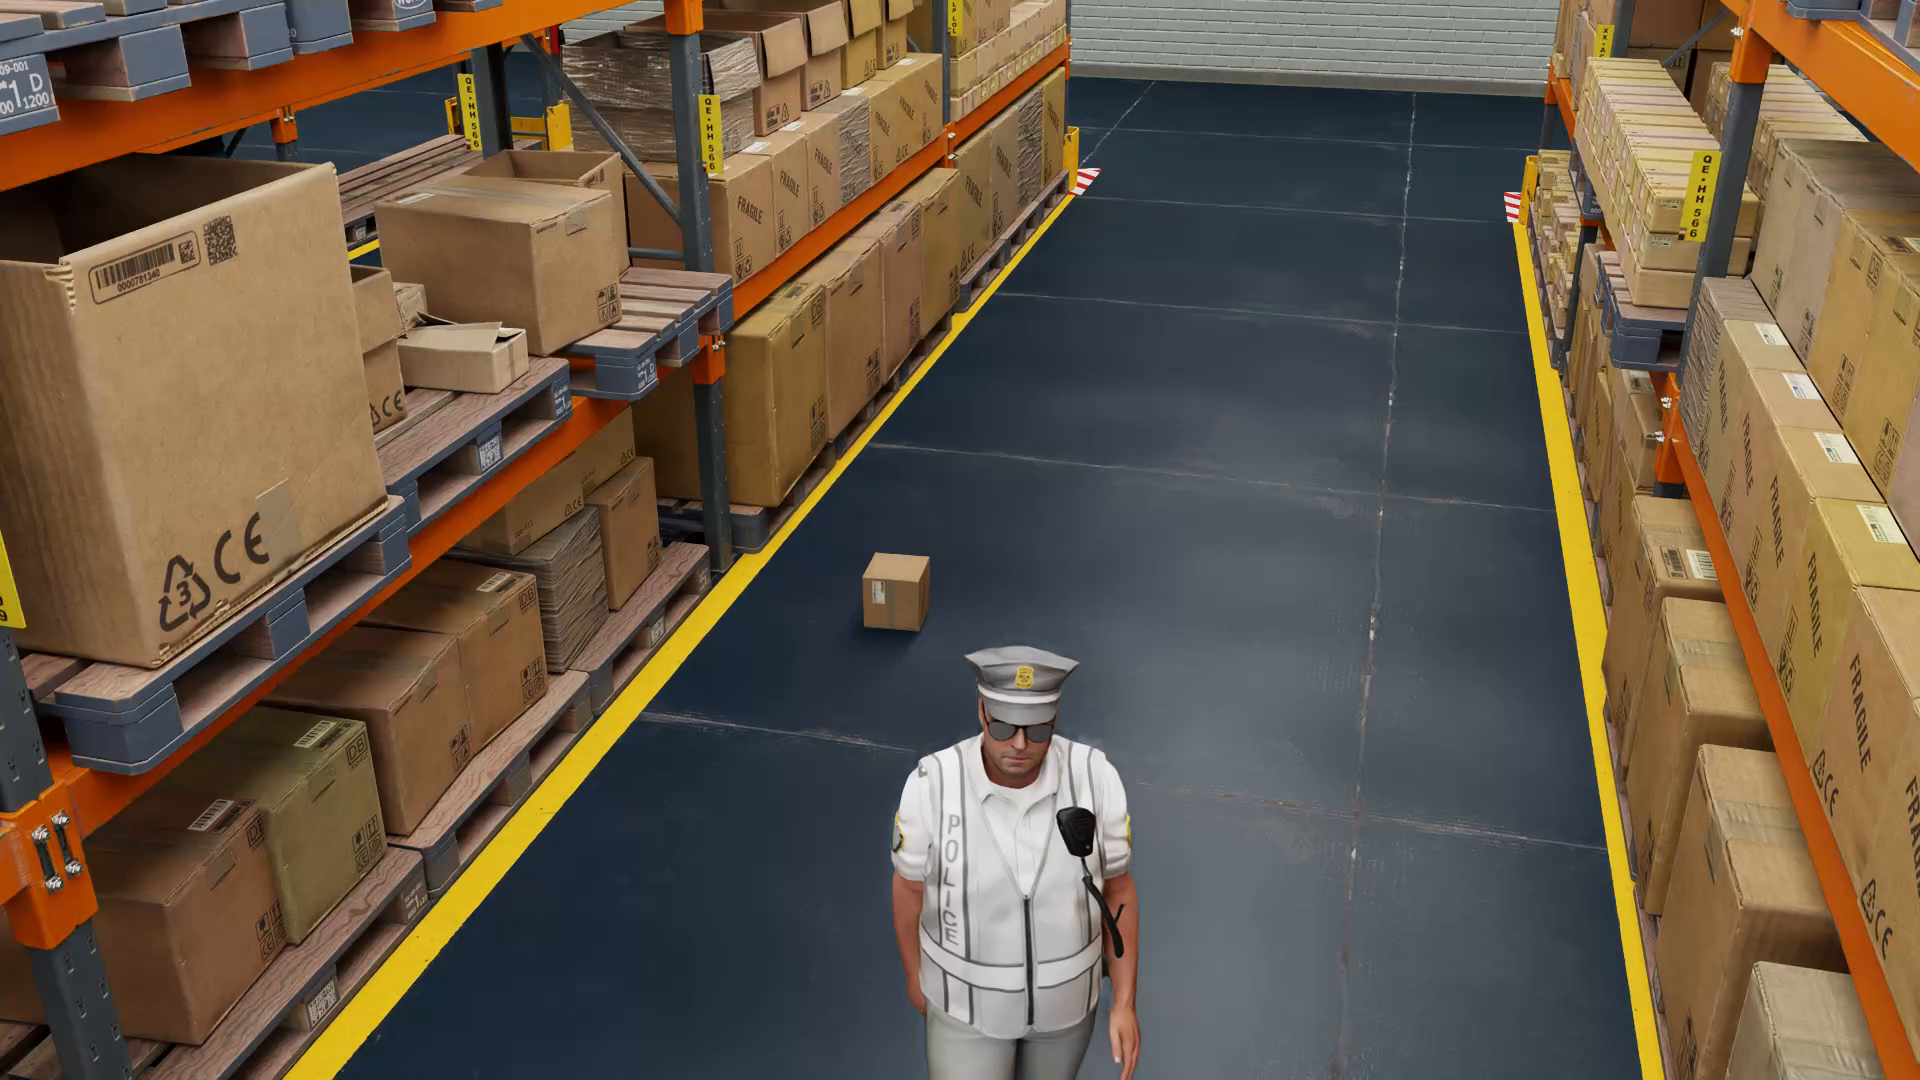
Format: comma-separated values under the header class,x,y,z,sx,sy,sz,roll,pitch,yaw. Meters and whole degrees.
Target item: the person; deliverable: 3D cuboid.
class,x,y,z,sx,sy,sz,roll,pitch,yaw
person,0.141,1.083,3.816,0.540,1.840,0.625,-5,26,-10
